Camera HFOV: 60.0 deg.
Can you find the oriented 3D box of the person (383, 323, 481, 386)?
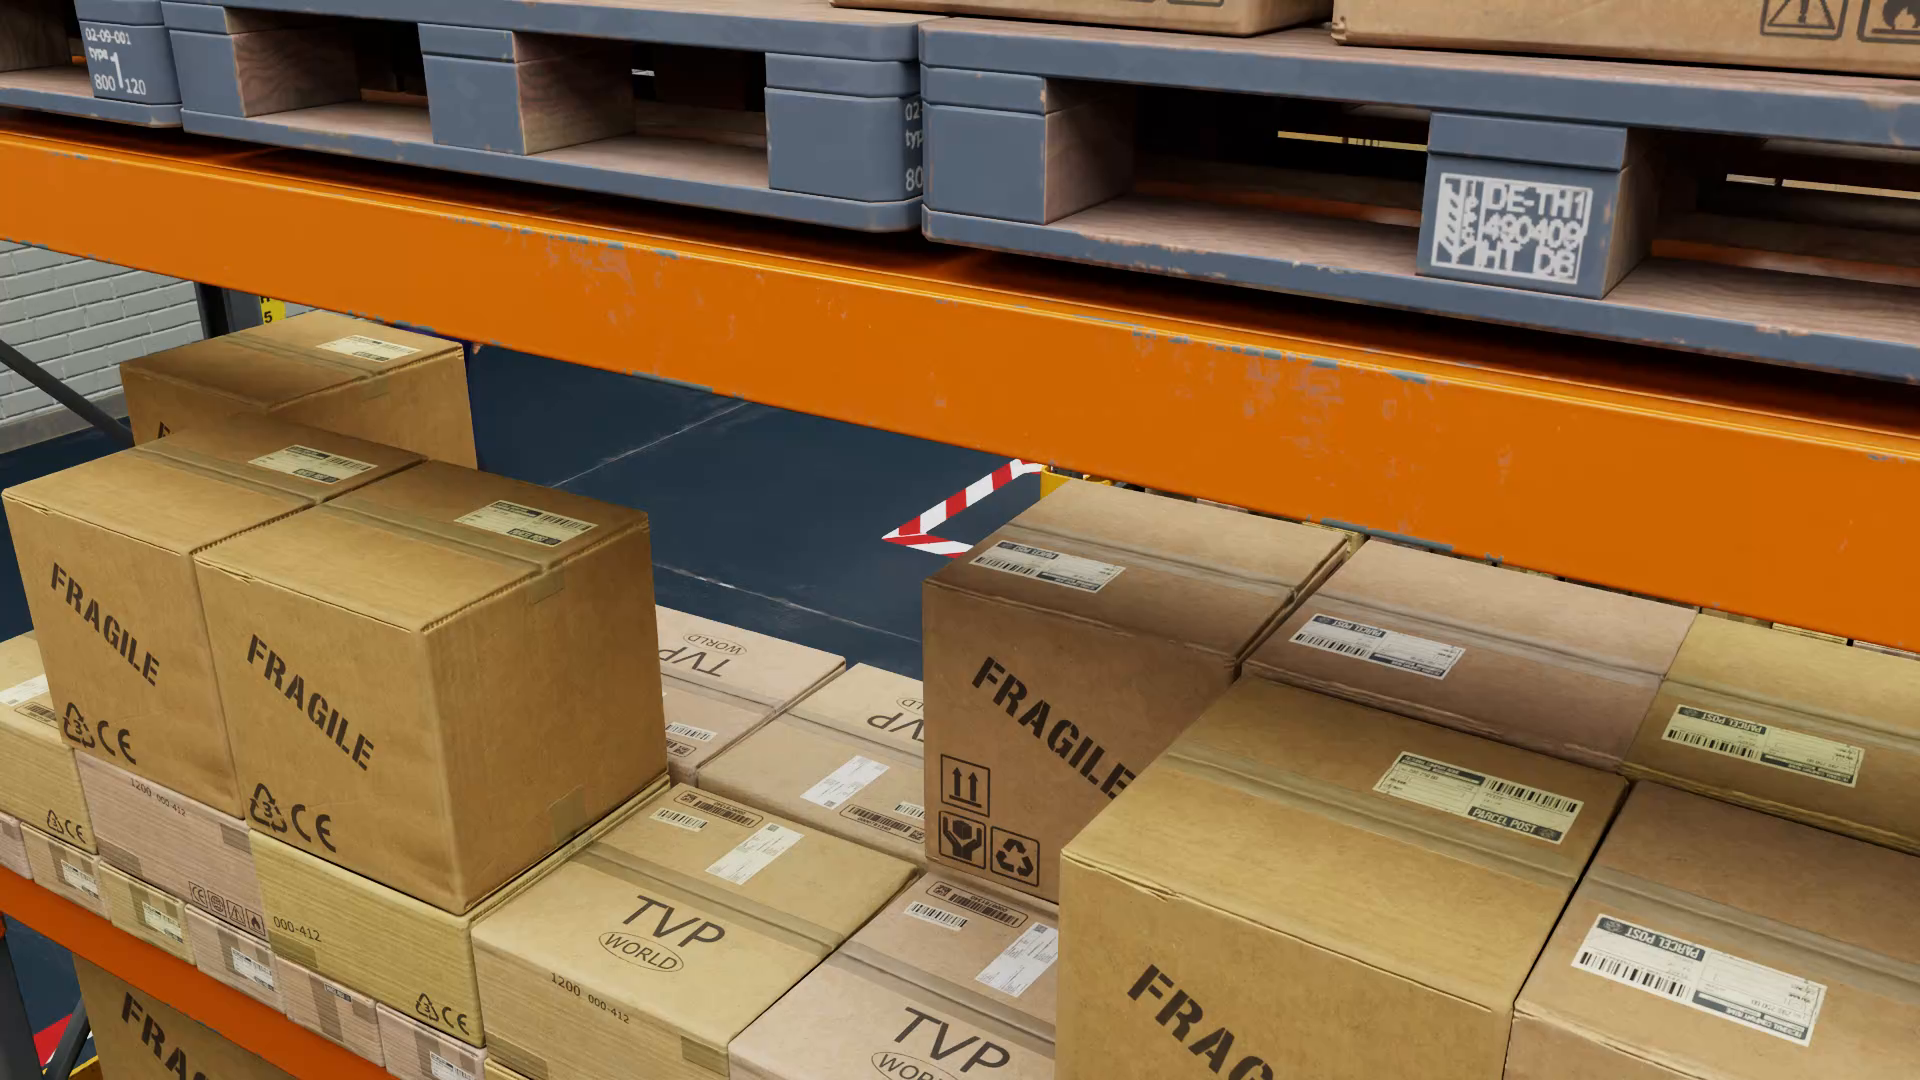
[{"bbox_3d":[-2.781,-1.139,8.742,0.485,1.608,0.868,-10,25,-23],"label":"person"}]
